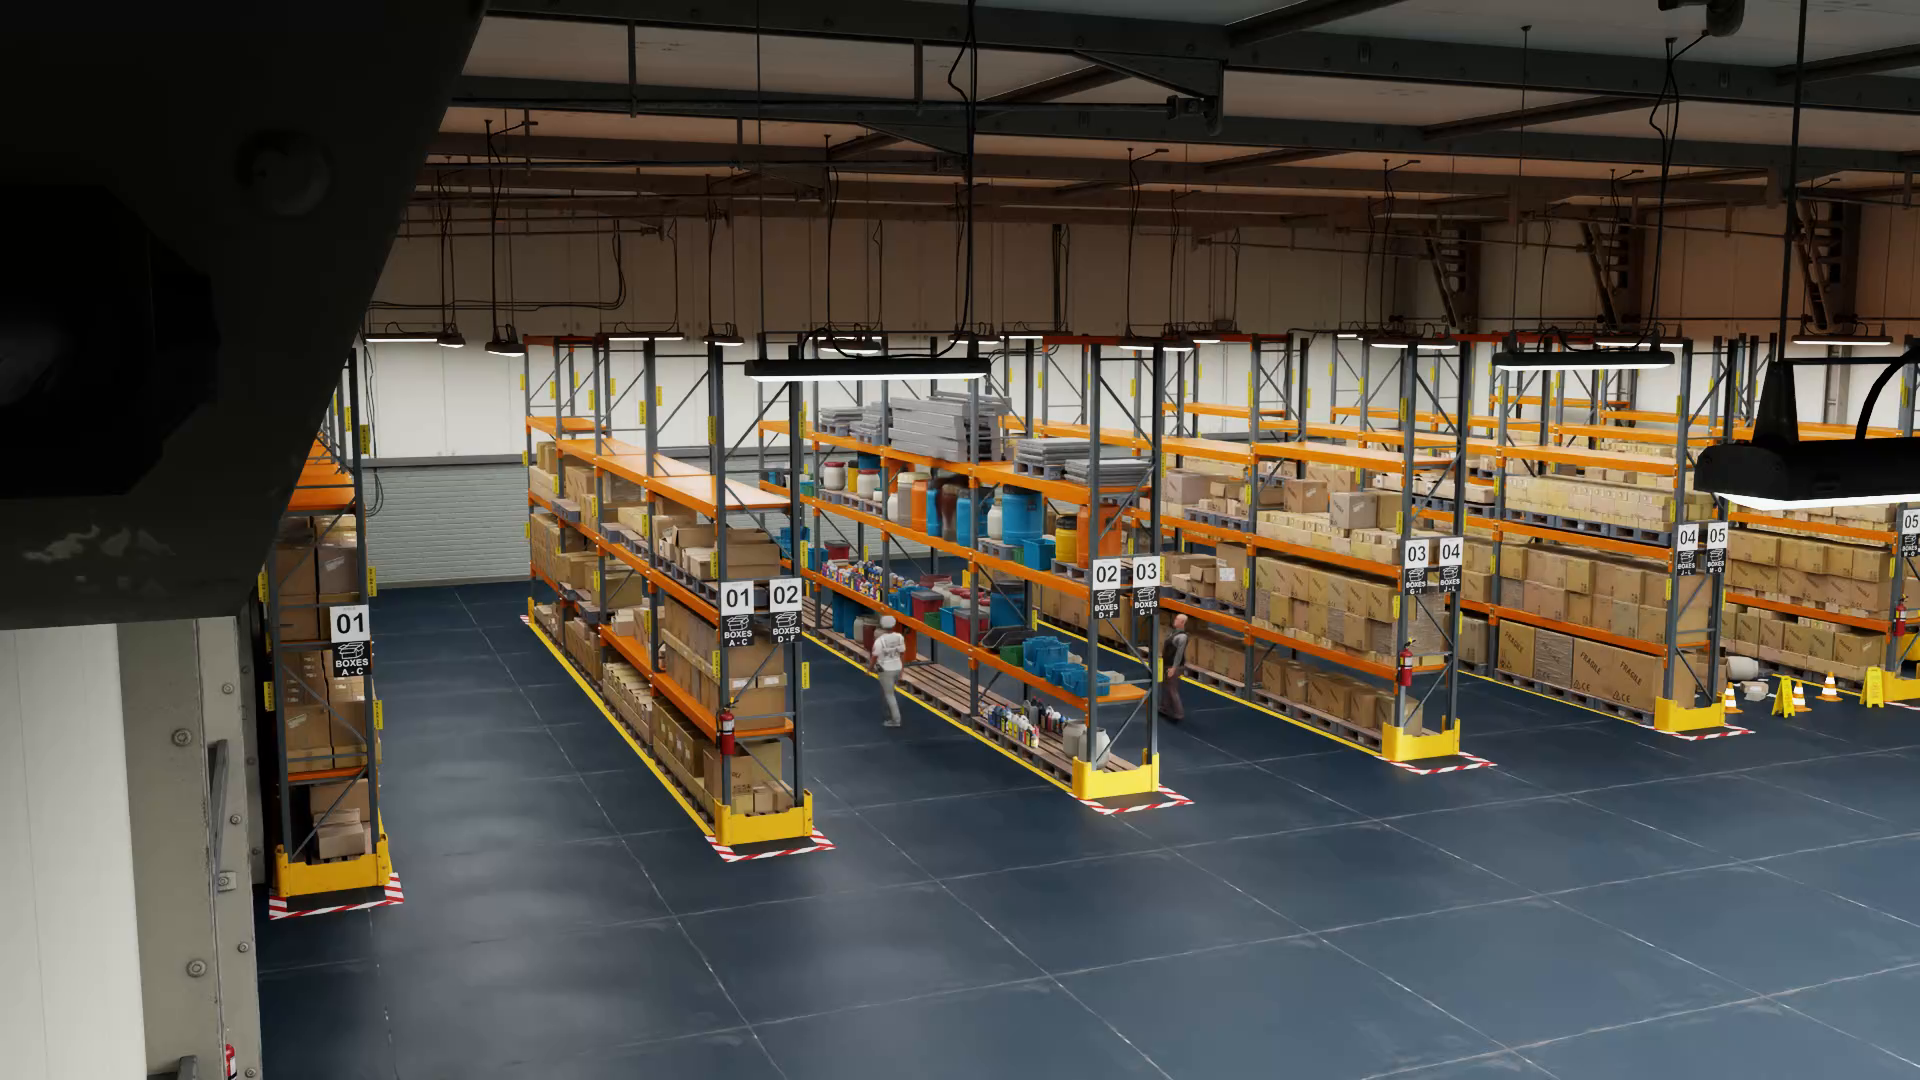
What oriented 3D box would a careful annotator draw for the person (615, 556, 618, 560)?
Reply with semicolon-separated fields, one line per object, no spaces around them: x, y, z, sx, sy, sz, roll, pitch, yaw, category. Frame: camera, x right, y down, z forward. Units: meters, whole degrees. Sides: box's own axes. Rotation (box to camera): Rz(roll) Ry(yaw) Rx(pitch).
-7.562;0.701;36.205;0.474;1.637;0.570;2;8;17;person

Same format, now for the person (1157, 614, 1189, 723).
3.287;2.006;26.311;0.659;1.702;0.545;2;8;11;person

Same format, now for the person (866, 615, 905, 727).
-1.165;2.056;25.754;0.595;1.850;0.575;4;8;27;person
